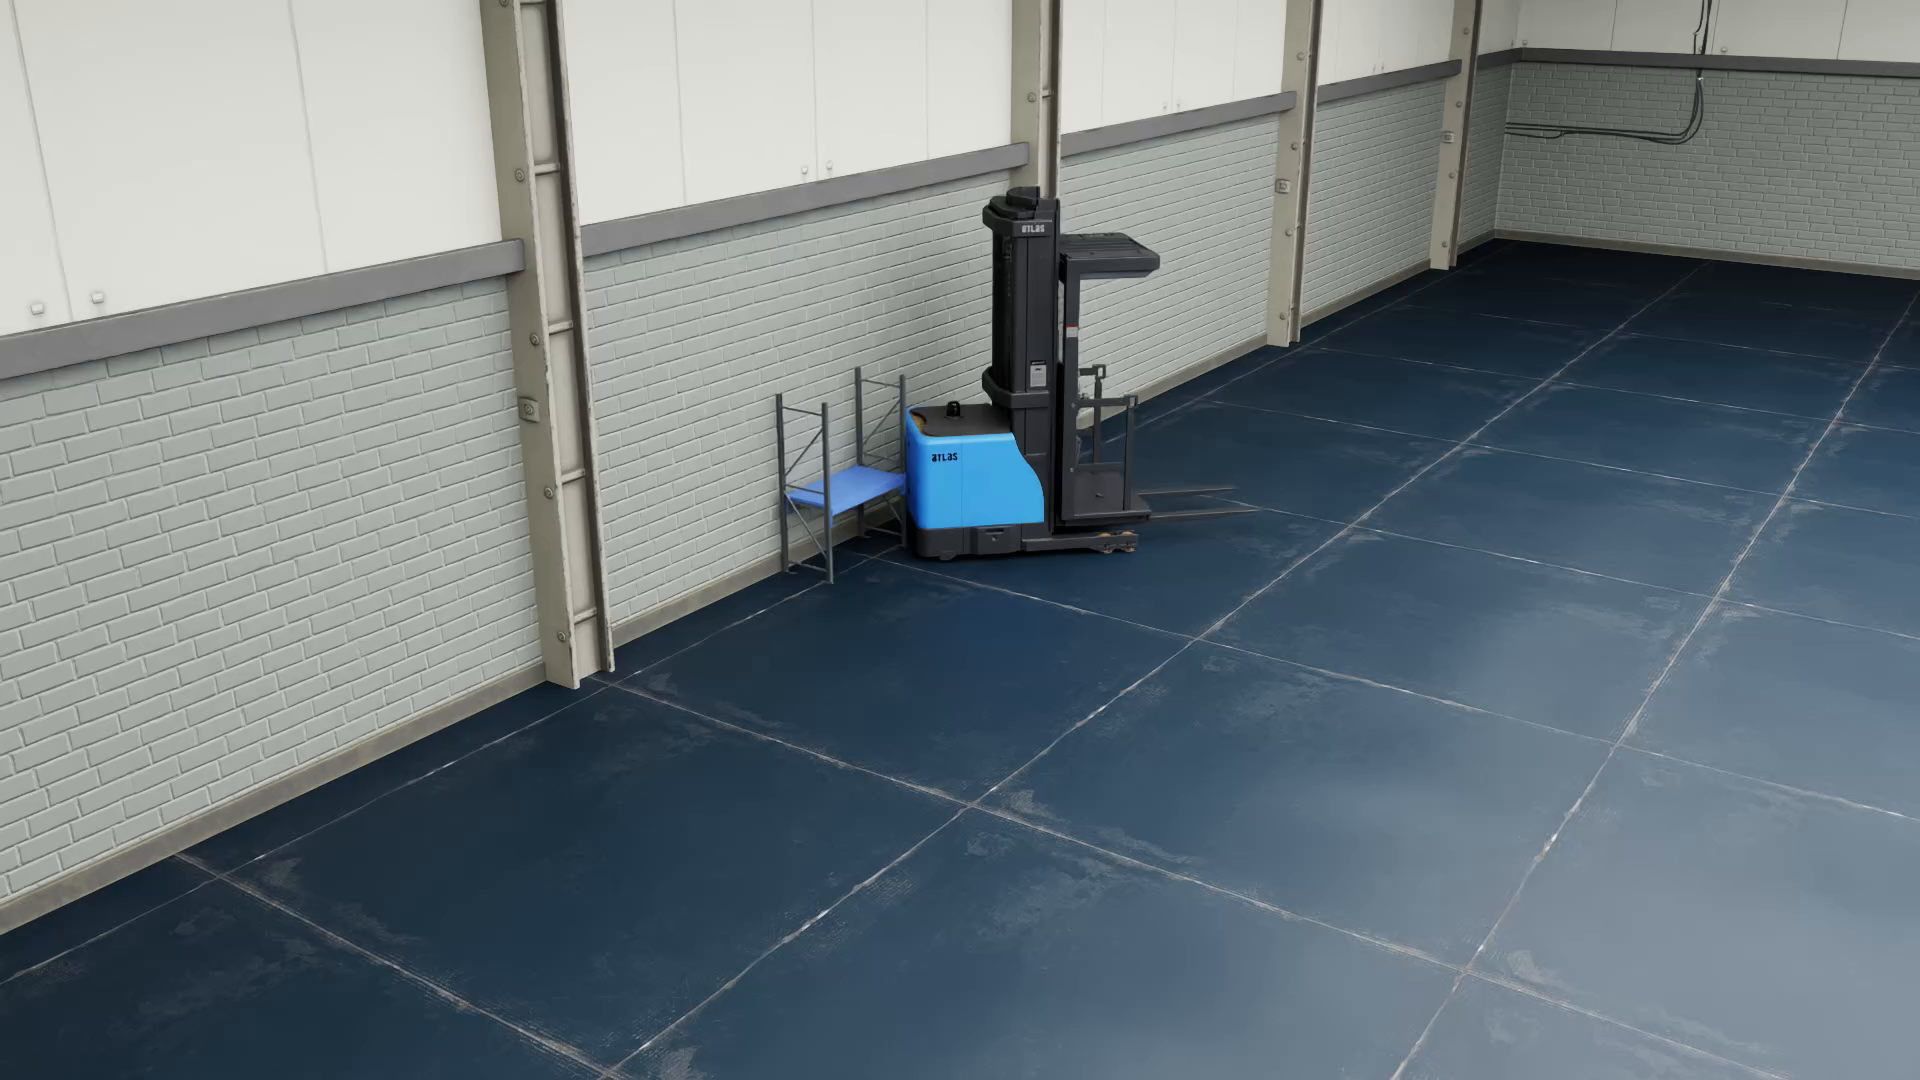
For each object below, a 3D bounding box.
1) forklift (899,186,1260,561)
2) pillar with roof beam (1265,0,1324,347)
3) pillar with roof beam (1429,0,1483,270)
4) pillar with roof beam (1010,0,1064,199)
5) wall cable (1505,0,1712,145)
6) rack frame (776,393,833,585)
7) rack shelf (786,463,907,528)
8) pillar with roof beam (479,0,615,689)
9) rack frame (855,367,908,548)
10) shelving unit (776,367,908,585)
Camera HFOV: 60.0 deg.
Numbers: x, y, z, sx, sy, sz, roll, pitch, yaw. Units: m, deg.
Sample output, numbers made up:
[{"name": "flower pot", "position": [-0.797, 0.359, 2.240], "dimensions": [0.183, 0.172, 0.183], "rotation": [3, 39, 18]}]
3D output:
[{"name": "forklift", "position": [1.042, -1.438, 13.929], "dimensions": [3.031, 2.935, 1.130], "rotation": [-4, 21, -10]}, {"name": "pillar with roof beam", "position": [7.628, -5.879, 17.187], "dimensions": [9.100, 9.000, 0.400], "rotation": [13, 24, 32]}, {"name": "pillar with roof beam", "position": [11.001, -7.600, 21.841], "dimensions": [9.100, 9.000, 0.400], "rotation": [13, 24, 32]}, {"name": "pillar with roof beam", "position": [4.255, -4.157, 12.532], "dimensions": [9.100, 9.000, 0.400], "rotation": [13, 24, 32]}, {"name": "wall cable", "position": [10.190, -7.571, 26.237], "dimensions": [3.097, 2.526, 0.112], "rotation": [13, 24, 32]}, {"name": "rack frame", "position": [-1.231, -0.397, 13.176], "dimensions": [0.500, 1.500, 0.032], "rotation": [13, 24, 32]}, {"name": "rack shelf", "position": [-0.945, -0.374, 13.633], "dimensions": [0.538, 0.185, 1.000], "rotation": [13, 24, 32]}, {"name": "pillar with roof beam", "position": [0.882, -2.436, 7.878], "dimensions": [9.100, 9.000, 0.400], "rotation": [13, 24, 32]}, {"name": "rack frame", "position": [-0.659, -0.689, 13.965], "dimensions": [0.500, 1.500, 0.032], "rotation": [13, 24, 32]}, {"name": "shelving unit", "position": [-0.945, -0.543, 13.571], "dimensions": [0.538, 1.500, 1.048], "rotation": [13, 24, 32]}]
